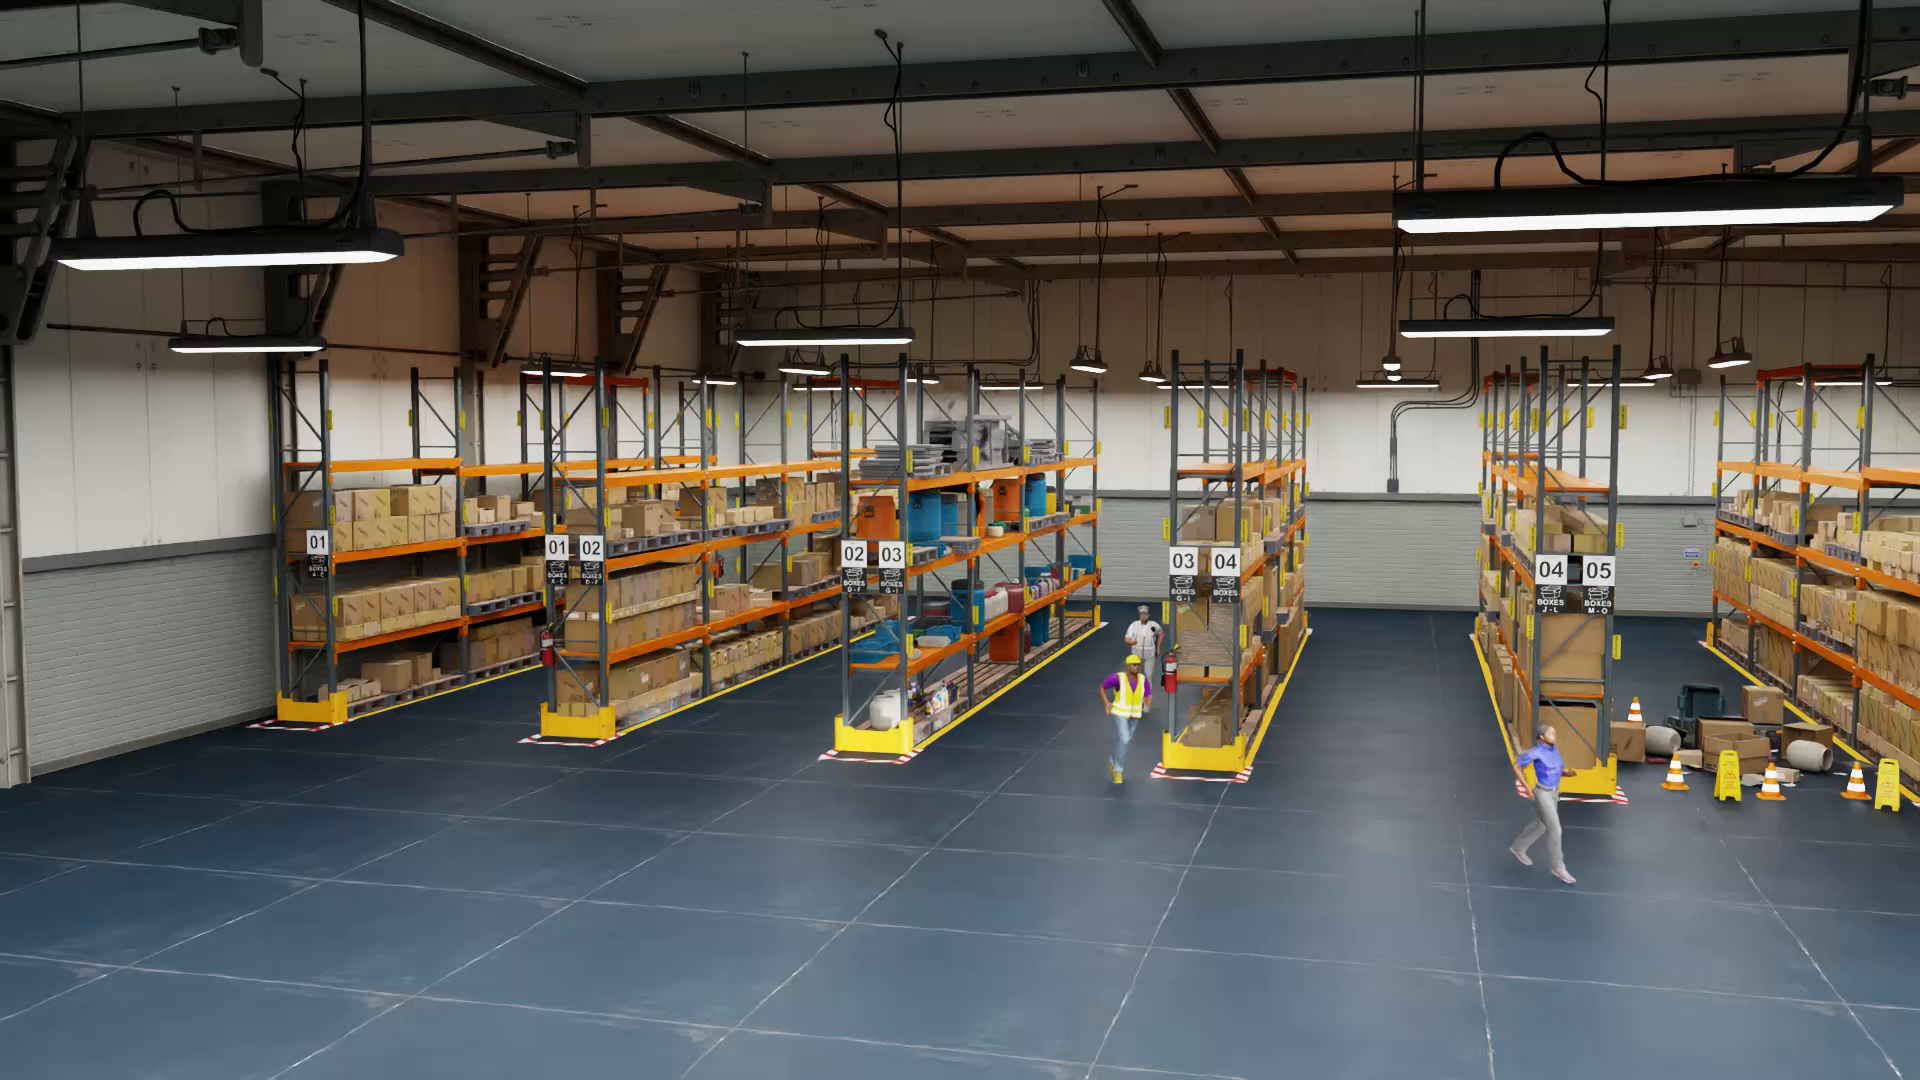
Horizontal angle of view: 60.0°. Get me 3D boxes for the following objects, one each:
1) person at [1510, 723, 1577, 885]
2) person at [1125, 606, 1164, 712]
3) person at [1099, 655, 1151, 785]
[{"bbox_3d":[6.410,2.849,18.258,0.563,1.689,0.869,-4,5,-41],"label":"person"},{"bbox_3d":[3.189,2.022,28.830,0.659,1.791,0.967,1,4,11],"label":"person"},{"bbox_3d":[2.335,2.478,23.228,0.694,1.786,0.814,-2,4,-21],"label":"person"}]
